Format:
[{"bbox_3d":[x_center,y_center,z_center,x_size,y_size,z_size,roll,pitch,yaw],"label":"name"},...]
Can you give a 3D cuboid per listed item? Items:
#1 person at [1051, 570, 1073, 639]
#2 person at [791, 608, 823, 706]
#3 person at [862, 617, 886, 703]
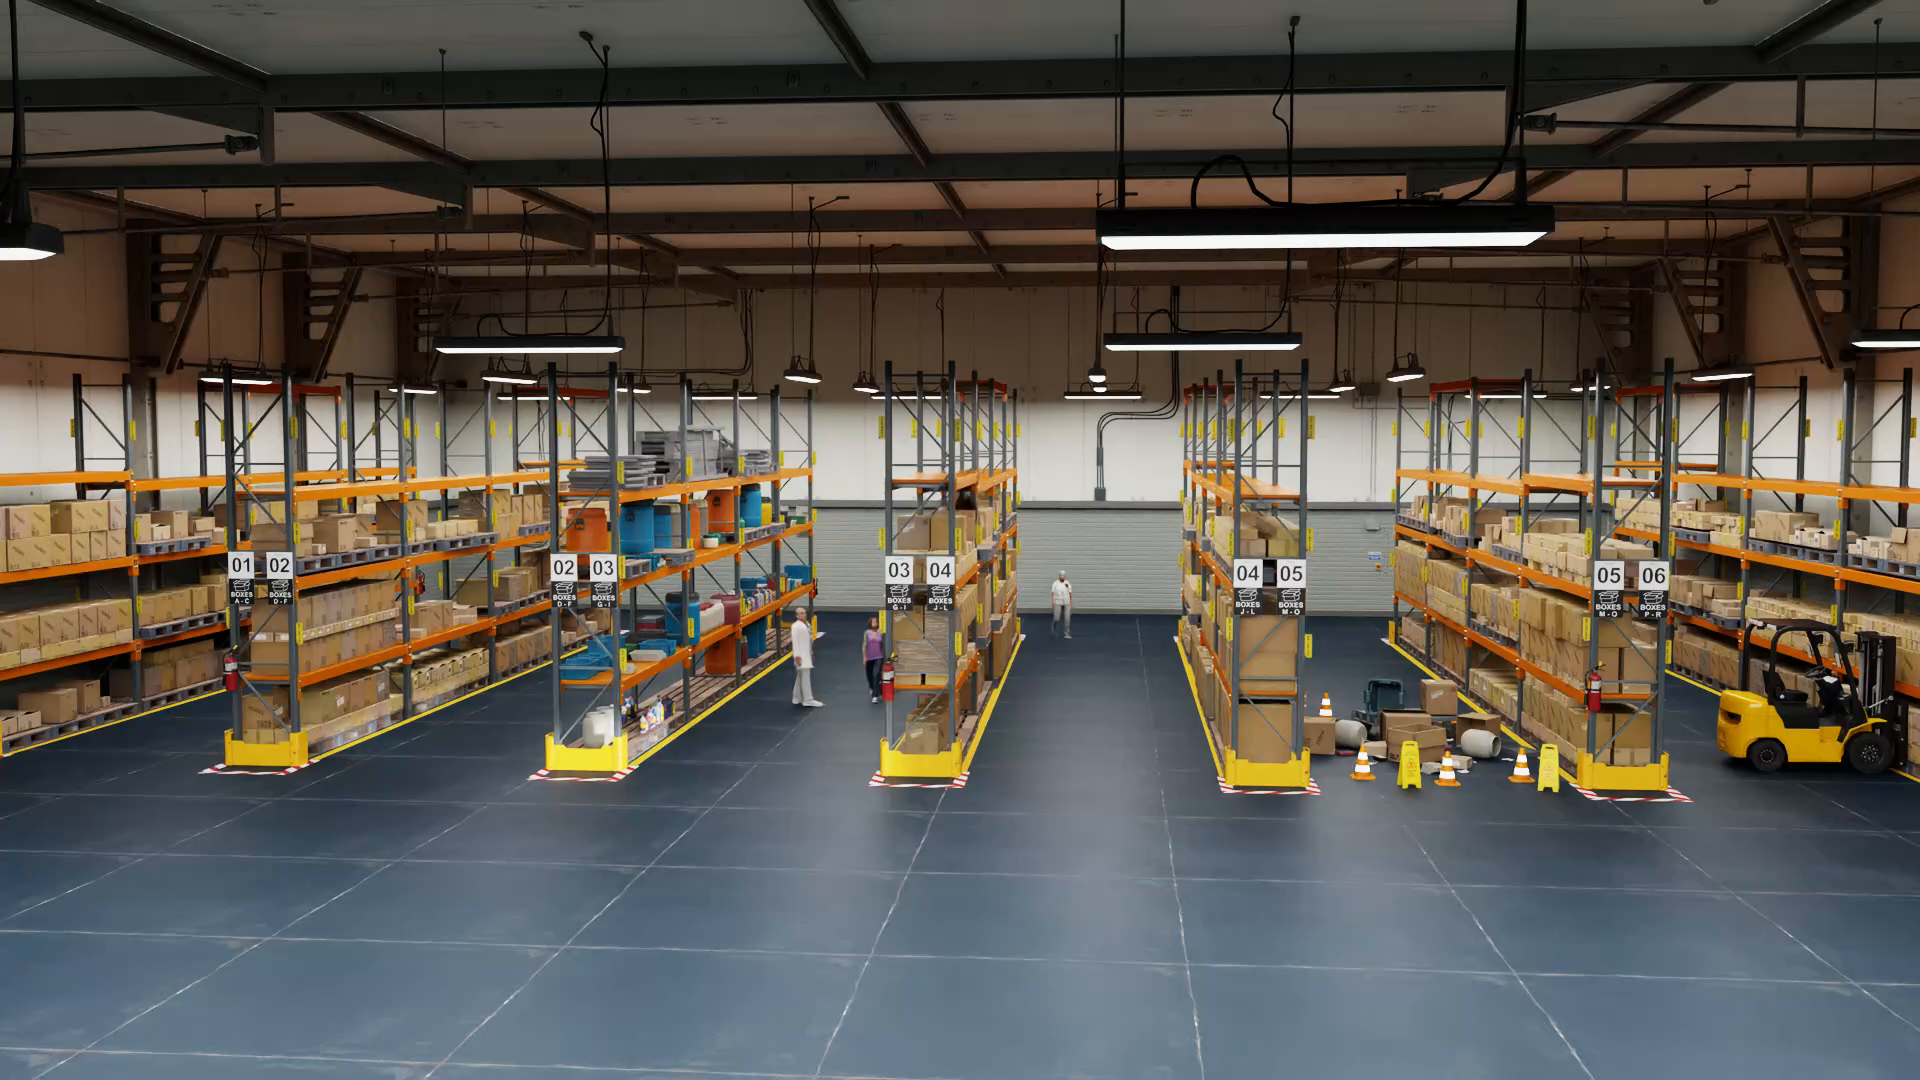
[{"bbox_3d":[2.438,1.544,39.834,0.490,1.645,0.511,-1,4,-14],"label":"person"},{"bbox_3d":[-2.762,2.121,30.327,0.627,1.771,0.601,1,4,10],"label":"person"},{"bbox_3d":[-1.591,2.206,30.772,0.432,1.530,0.823,0,4,4],"label":"person"}]
